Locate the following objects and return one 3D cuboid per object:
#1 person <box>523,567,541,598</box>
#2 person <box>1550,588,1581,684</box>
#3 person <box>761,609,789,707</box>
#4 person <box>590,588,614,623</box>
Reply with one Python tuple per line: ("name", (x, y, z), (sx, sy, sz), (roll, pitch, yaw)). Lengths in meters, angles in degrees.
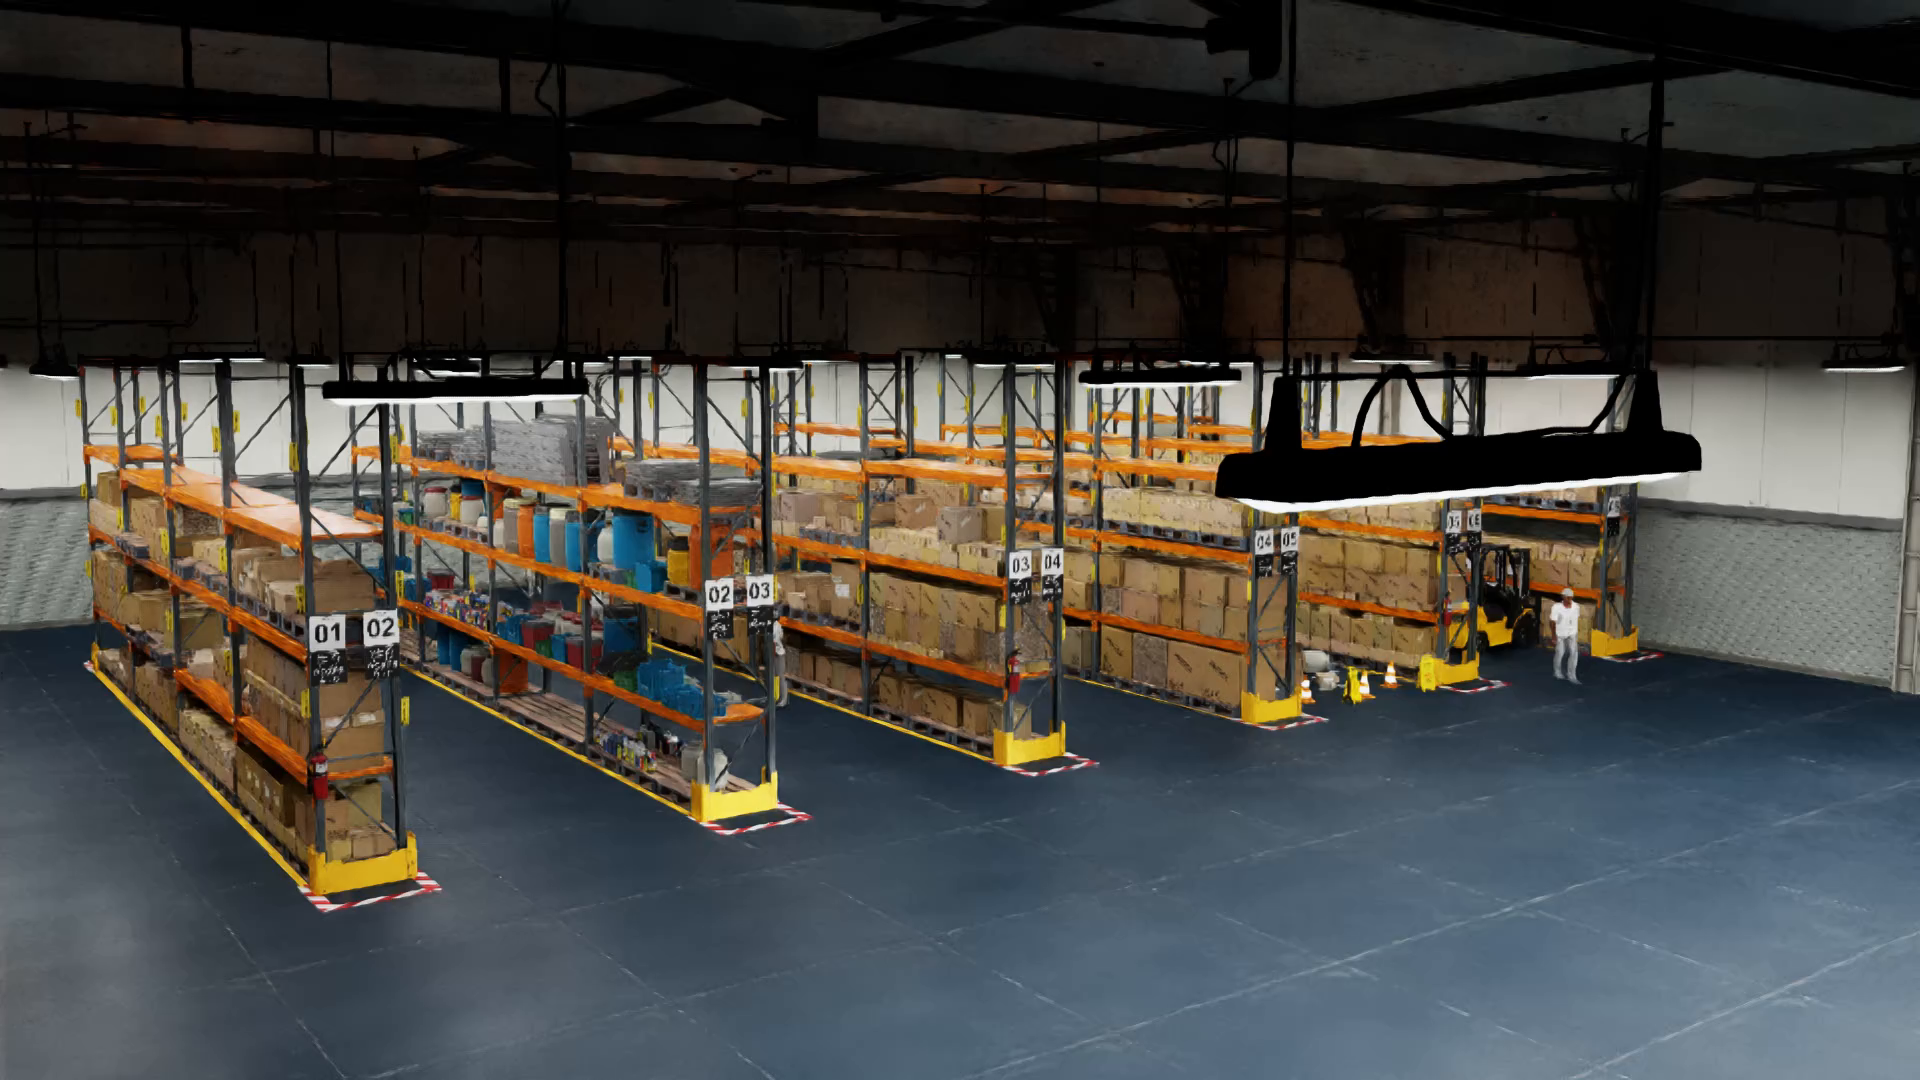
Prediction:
("person", (-10.462, 0.531, 40.849), (0.568, 1.720, 0.939), (-2, 7, -16))
("person", (11.169, 1.756, 30.728), (0.608, 1.798, 0.597), (0, 7, -4))
("person", (-3.214, 2.013, 28.716), (0.517, 1.670, 0.563), (-1, 7, -6))
("person", (-7.258, 1.355, 33.804), (0.701, 1.773, 0.519), (3, 8, 26))
